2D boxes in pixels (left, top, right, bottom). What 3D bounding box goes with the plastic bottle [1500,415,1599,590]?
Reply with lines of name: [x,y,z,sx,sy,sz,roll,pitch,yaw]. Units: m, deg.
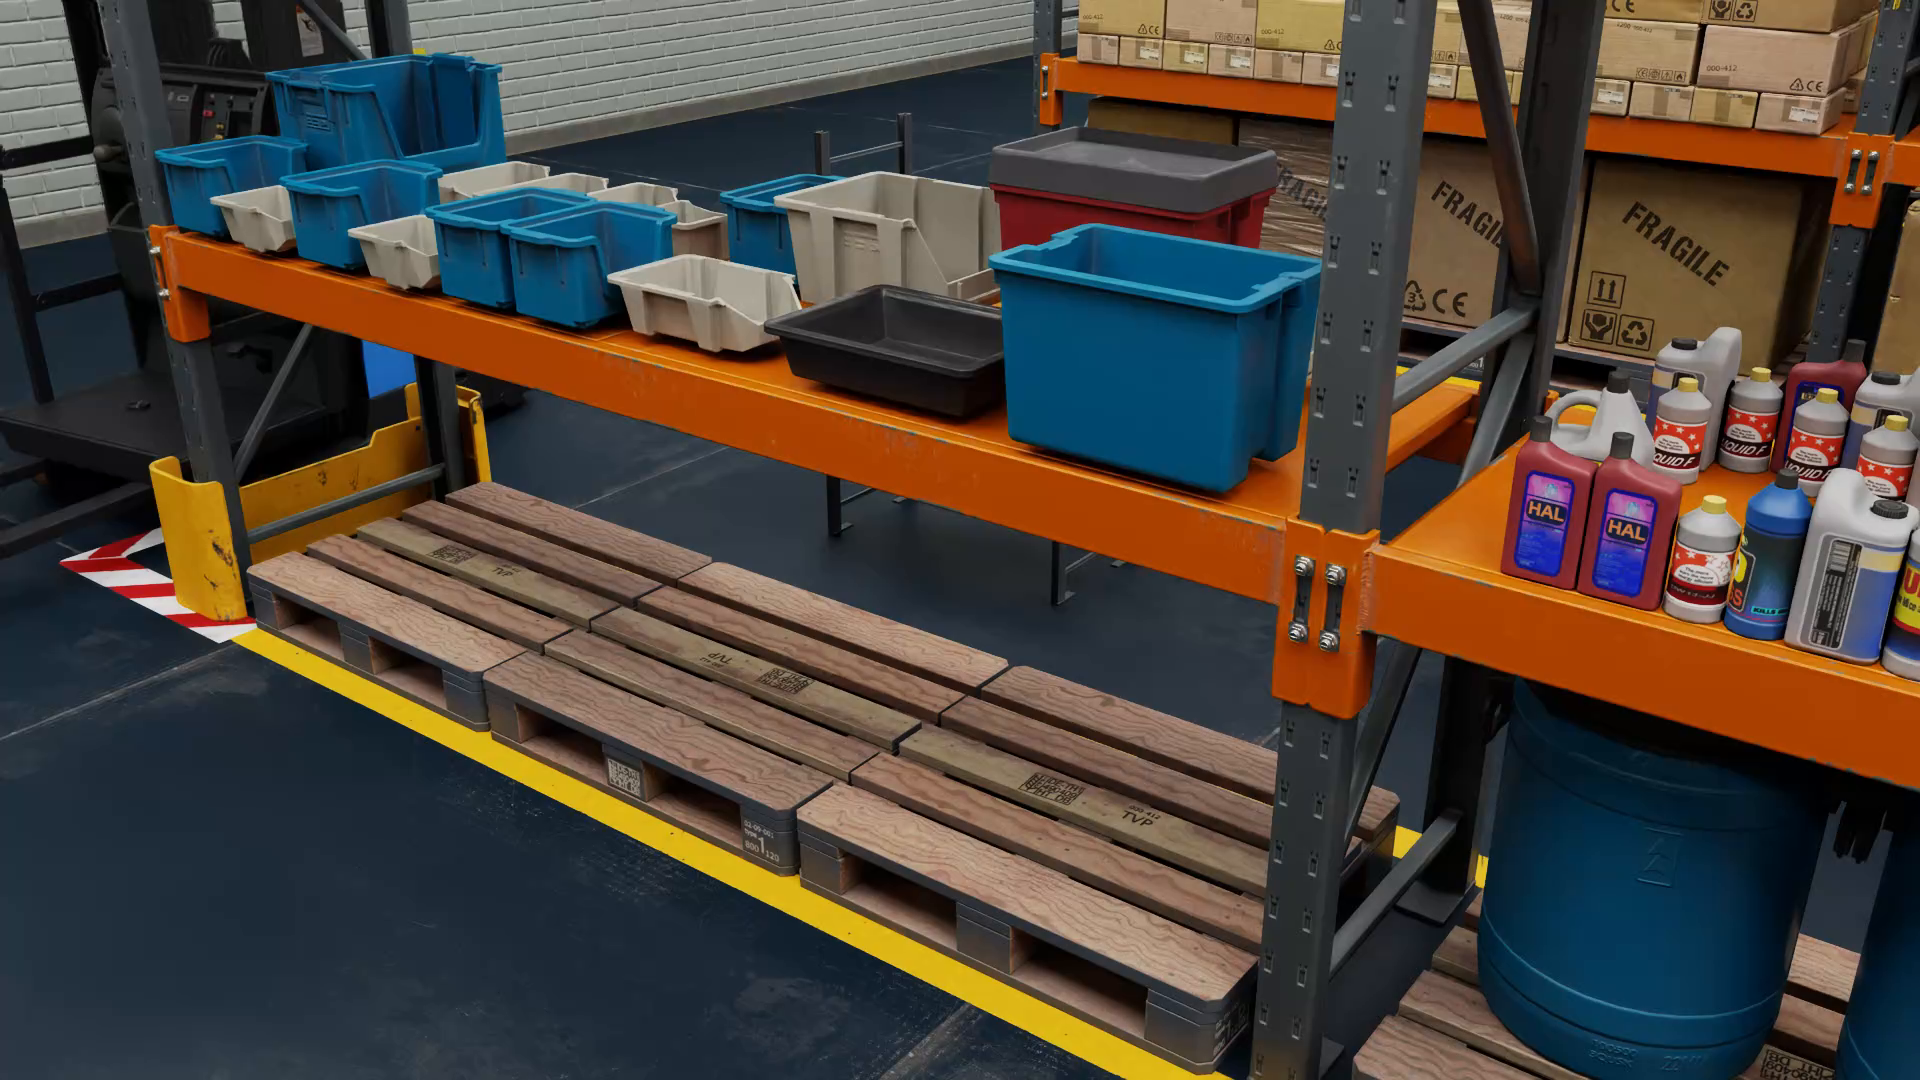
plastic bottle: [1.005,-0.065,2.822,0.133,0.283,0.061,17,29,33]

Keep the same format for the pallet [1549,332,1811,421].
pallet: [3.376,-0.876,7.976,1.213,0.211,1.003,17,29,33]

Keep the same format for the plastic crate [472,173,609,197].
plastic crate: [-1.249,-1.005,5.064,0.243,0.136,0.396,17,29,33]

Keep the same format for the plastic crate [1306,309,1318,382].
plastic crate: [0.680,-0.410,3.714,0.243,0.136,0.396,17,29,33]

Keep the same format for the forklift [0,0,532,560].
forklift: [-3.071,-1.564,6.165,1.130,2.935,3.031,12,26,25]

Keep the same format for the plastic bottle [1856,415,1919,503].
plastic bottle: [1.709,-0.130,3.071,0.097,0.201,0.097,0,24,0]

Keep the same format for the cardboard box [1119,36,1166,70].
cardboard box: [1.029,-2.541,8.609,0.250,0.149,0.380,16,29,33]

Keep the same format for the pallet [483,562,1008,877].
pallet: [-0.625,0.471,4.919,1.213,0.211,1.003,17,29,33]

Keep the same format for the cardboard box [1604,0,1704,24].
cardboard box: [3.011,-2.501,7.093,0.500,0.500,0.500,17,29,34]

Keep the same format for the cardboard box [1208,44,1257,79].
cardboard box: [1.444,-2.417,8.327,0.250,0.149,0.380,16,29,33]

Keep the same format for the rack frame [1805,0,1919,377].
rack frame: [3.938,-1.943,6.939,0.127,3.000,1.000,17,29,33]

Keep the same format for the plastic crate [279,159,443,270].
plastic crate: [-1.707,-0.938,4.792,0.300,0.233,0.416,17,29,33]

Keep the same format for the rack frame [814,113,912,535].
rack frame: [-0.339,-0.789,6.180,0.032,1.500,0.500,17,29,33]

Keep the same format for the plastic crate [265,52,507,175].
plastic crate: [-1.854,-1.335,5.442,0.499,0.435,0.616,17,29,33]

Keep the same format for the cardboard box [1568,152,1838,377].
cardboard box: [3.458,-1.348,7.704,0.875,0.875,0.875,17,29,33]

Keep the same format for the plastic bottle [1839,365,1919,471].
plastic bottle: [1.769,-0.209,3.157,0.135,0.276,0.152,17,29,33]

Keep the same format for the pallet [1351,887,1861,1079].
pallet: [1.560,1.131,3.421,1.213,0.211,1.003,17,29,33]

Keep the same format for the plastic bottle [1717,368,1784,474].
plastic bottle: [1.586,-0.244,3.329,0.097,0.201,0.097,0,24,0]

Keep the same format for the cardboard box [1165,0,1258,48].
cardboard box: [1.379,-2.651,8.363,0.500,0.250,0.500,16,29,33]

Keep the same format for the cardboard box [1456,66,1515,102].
cardboard box: [2.469,-2.107,7.622,0.250,0.149,0.380,16,29,32]

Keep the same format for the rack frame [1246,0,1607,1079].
rack frame: [0.967,-0.345,3.312,0.127,3.000,1.000,17,29,33]

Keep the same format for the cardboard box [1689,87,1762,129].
cardboard box: [3.291,-1.858,7.059,0.250,0.149,0.380,17,29,34]

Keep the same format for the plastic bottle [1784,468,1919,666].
plastic bottle: [1.402,0.035,2.604,0.135,0.276,0.152,17,29,33]

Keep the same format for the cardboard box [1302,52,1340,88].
cardboard box: [1.853,-2.293,8.045,0.250,0.149,0.380,16,29,33]

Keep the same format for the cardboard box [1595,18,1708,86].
cardboard box: [3.011,-2.157,7.242,0.500,0.250,0.500,18,29,35]

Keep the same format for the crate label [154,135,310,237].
crate label: [-2.233,-1.097,5.153,0.303,0.233,0.416,17,29,33]

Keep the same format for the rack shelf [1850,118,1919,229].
rack shelf: [5.538,-1.130,5.987,4.000,0.370,1.077,17,29,33]

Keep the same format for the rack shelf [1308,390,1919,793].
rack shelf: [2.568,0.468,2.360,4.000,0.370,1.077,17,29,33]

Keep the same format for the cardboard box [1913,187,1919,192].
cardboard box: [6.475,-2.391,10.972,0.250,0.149,0.380,17,29,34]

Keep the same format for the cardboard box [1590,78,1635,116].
cardboard box: [2.880,-1.982,7.341,0.250,0.149,0.380,17,29,34]

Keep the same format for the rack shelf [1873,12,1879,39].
rack shelf: [5.393,-3.673,11.759,4.000,0.370,1.077,17,29,33]

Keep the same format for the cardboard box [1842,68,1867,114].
cardboard box: [3.900,-2.007,7.396,0.250,0.149,0.380,17,29,33]

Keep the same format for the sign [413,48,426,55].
sign: [-1.917,-1.568,5.887,0.005,0.325,0.100,17,29,33]

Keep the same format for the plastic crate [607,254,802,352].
plastic crate: [-0.607,-0.576,4.089,0.466,0.136,0.293,17,29,33]

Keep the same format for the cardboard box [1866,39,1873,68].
cardboard box: [8.726,-4.563,15.542,0.875,0.438,0.875,16,28,32]

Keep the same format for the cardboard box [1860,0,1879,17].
cardboard box: [3.708,-2.552,7.208,0.500,0.500,0.500,17,29,33]

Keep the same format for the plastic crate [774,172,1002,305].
plastic crate: [-0.144,-0.747,4.297,0.530,0.282,0.437,17,29,33]

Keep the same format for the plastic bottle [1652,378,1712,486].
plastic bottle: [1.416,-0.218,3.271,0.097,0.201,0.097,0,24,0]

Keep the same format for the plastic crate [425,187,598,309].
plastic crate: [-1.180,-0.779,4.430,0.300,0.233,0.416,17,29,33]

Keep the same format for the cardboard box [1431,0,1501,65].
cardboard box: [2.200,-2.404,7.802,0.500,0.250,0.500,16,28,32]

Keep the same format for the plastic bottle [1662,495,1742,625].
plastic bottle: [1.215,0.027,2.716,0.097,0.201,0.097,0,24,0]

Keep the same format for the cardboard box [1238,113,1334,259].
cardboard box: [2.025,-1.781,8.686,0.875,0.875,0.875,17,29,33]

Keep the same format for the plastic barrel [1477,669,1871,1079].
plastic barrel: [1.392,0.560,3.340,0.708,0.901,0.600,17,29,33]

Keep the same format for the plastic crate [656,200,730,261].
plastic crate: [-0.764,-0.880,4.780,0.250,0.136,0.298,17,29,33]

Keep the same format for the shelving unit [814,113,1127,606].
shelving unit: [0.068,-0.666,5.901,1.048,1.500,0.538,17,29,33]

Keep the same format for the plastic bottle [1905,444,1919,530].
plastic bottle: [1.812,-0.159,2.952,0.185,0.351,0.144,17,29,33]
